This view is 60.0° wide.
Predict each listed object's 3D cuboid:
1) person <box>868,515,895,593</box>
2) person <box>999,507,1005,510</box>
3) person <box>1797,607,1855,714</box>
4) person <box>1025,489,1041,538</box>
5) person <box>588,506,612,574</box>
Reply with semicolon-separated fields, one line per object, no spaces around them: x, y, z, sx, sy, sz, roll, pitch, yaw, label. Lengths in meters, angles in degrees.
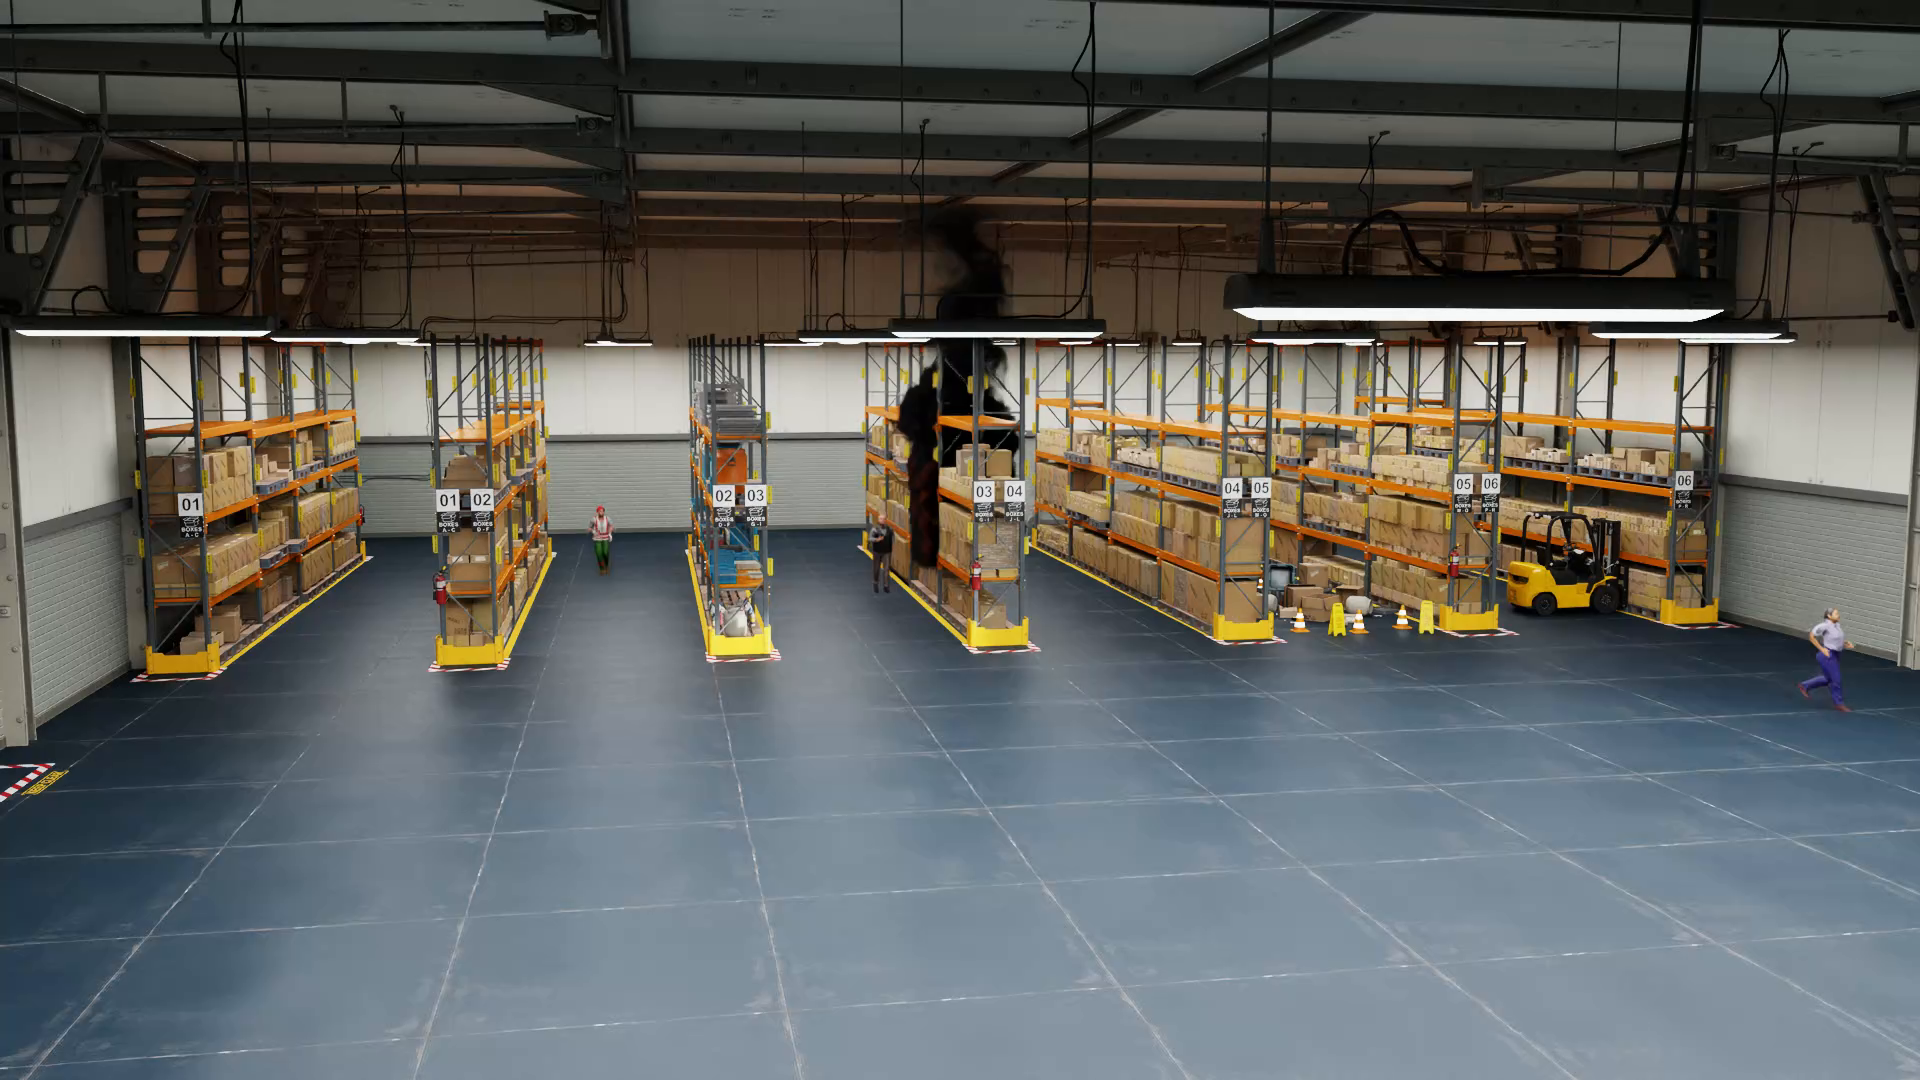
-1.729;0.325;37.046;0.664;1.776;0.891;-2;7;-15;person
1.140;-0.501;46.922;0.655;1.731;0.594;-1;7;-9;person
13.821;1.893;26.503;0.608;1.644;0.903;-6;9;-43;person
2.270;-0.776;49.835;0.857;1.561;0.583;-1;7;-10;person
-9.099;0.012;42.156;0.623;1.752;0.641;-2;7;-17;person
